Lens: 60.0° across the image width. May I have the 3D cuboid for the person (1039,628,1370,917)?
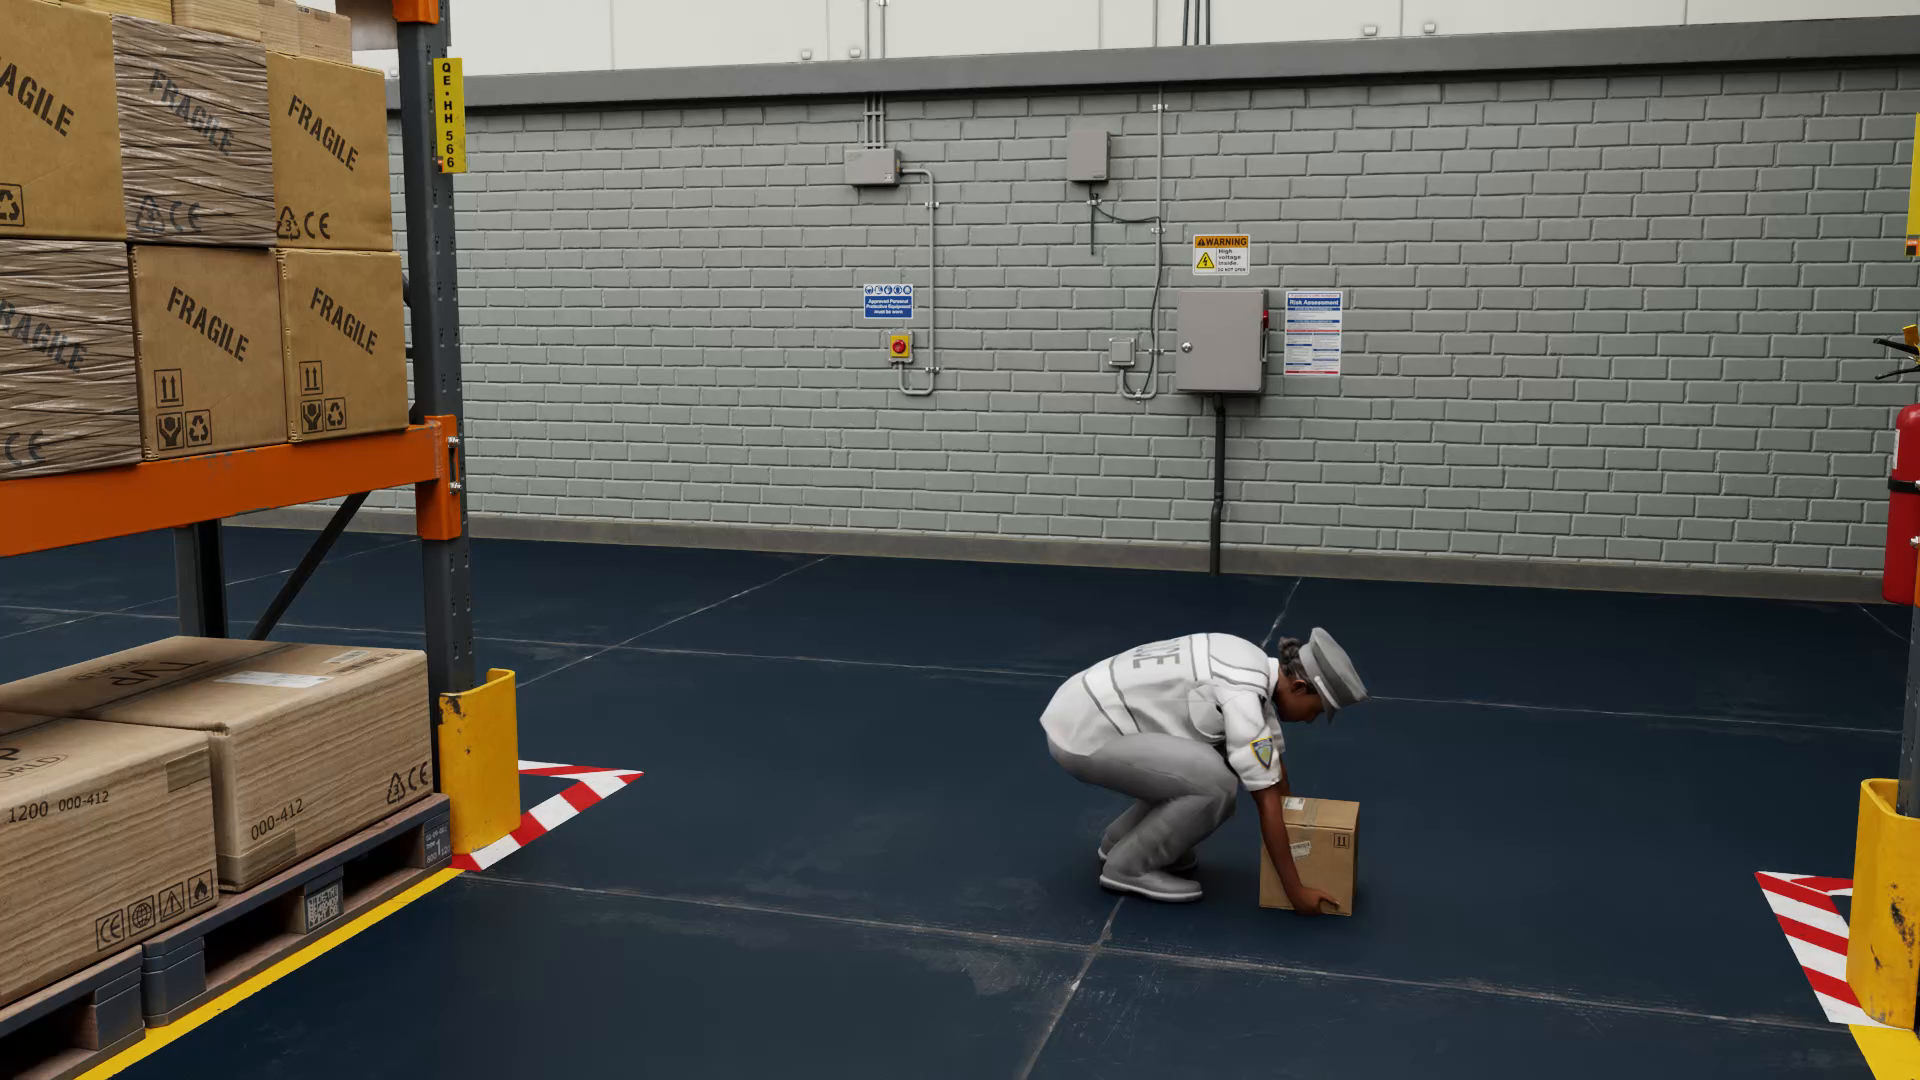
[{"bbox_3d":[0.692,0.631,4.747,0.915,0.791,0.454,2,9,15],"label":"person"}]
